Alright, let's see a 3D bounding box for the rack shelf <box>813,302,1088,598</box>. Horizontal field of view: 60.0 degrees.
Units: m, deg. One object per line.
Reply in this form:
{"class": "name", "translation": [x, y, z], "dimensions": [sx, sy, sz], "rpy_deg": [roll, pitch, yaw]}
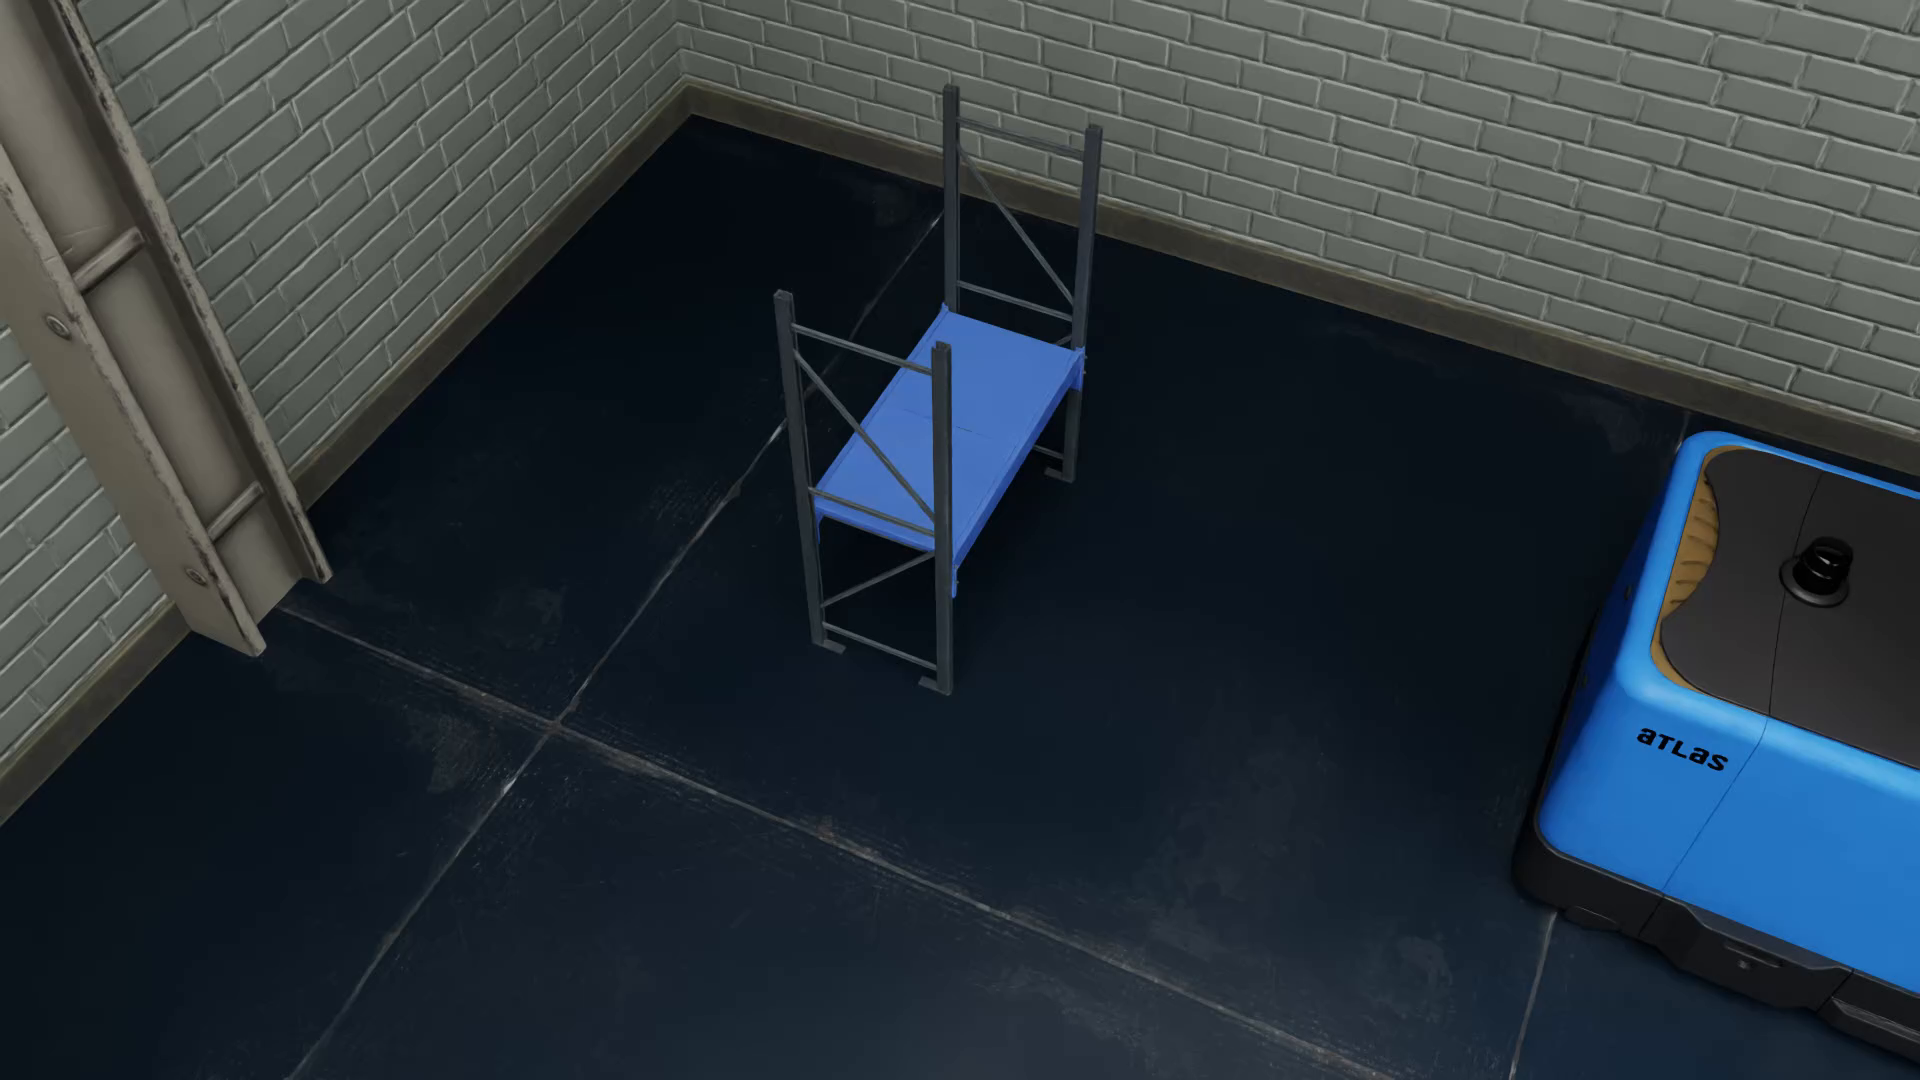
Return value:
{"class": "rack shelf", "translation": [-0.036, -0.311, 5.266], "dimensions": [0.538, 0.185, 1.000], "rpy_deg": [20, 52, 16]}

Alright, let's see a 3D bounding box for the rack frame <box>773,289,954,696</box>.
{"class": "rack frame", "translation": [-0.254, -0.077, 4.831], "dimensions": [0.500, 1.500, 0.032], "rpy_deg": [20, 52, 16]}

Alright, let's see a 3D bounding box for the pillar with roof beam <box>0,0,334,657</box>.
{"class": "pillar with roof beam", "translation": [1.543, -1.318, 0.963], "dimensions": [9.100, 9.000, 0.400], "rpy_deg": [20, 52, 16]}

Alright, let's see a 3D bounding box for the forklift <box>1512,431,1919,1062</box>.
{"class": "forklift", "translation": [3.160, 0.251, 3.612], "dimensions": [3.031, 2.935, 1.130], "rpy_deg": [21, 53, 17]}

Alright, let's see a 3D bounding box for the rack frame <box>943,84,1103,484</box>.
{"class": "rack frame", "translation": [0.181, -0.777, 5.427], "dimensions": [0.500, 1.500, 0.032], "rpy_deg": [20, 52, 16]}

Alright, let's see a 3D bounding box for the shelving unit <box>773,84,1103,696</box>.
{"class": "shelving unit", "translation": [-0.036, -0.427, 5.129], "dimensions": [0.538, 1.500, 1.048], "rpy_deg": [20, 52, 16]}
